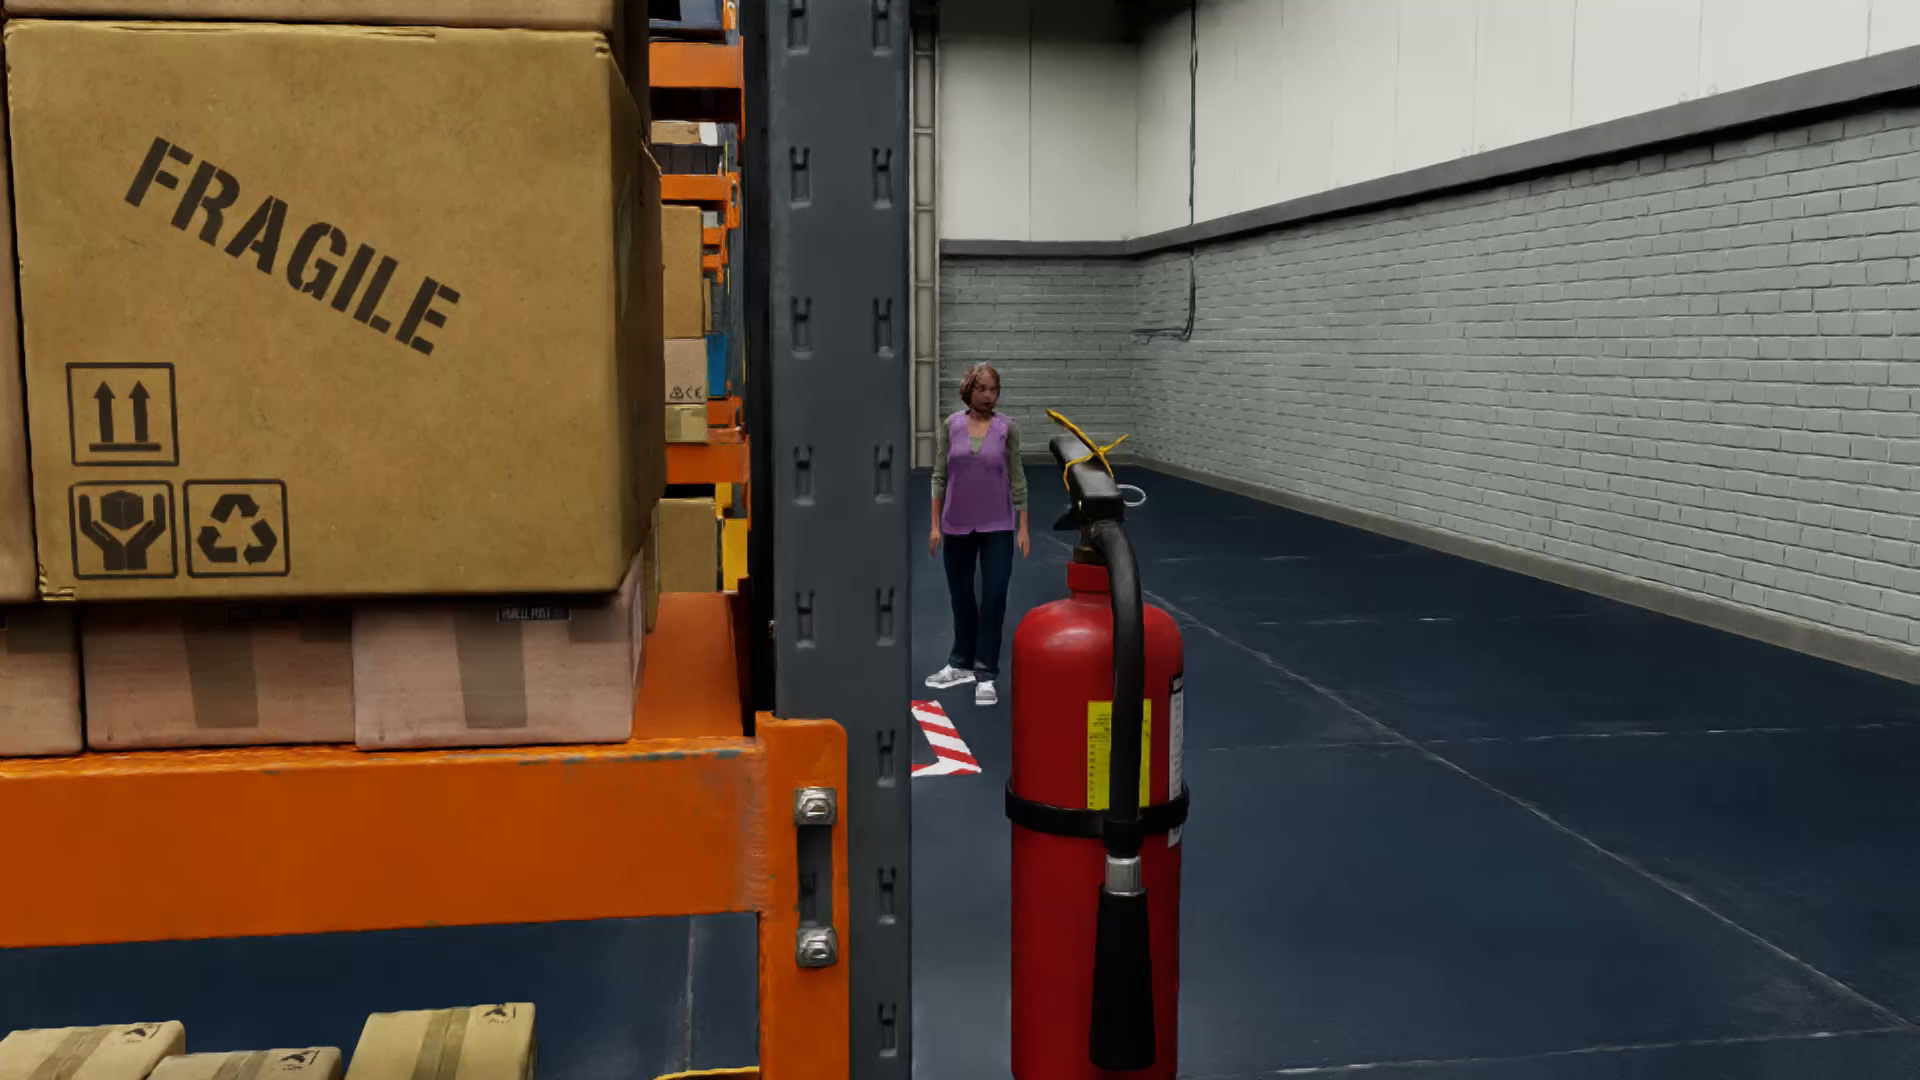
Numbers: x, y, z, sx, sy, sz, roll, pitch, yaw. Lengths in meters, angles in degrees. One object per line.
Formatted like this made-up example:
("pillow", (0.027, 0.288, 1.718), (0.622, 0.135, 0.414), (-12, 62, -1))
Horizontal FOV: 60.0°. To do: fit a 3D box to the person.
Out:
("person", (0.073, -0.039, 7.890), (0.523, 1.597, 0.490), (1, 7, 9))
